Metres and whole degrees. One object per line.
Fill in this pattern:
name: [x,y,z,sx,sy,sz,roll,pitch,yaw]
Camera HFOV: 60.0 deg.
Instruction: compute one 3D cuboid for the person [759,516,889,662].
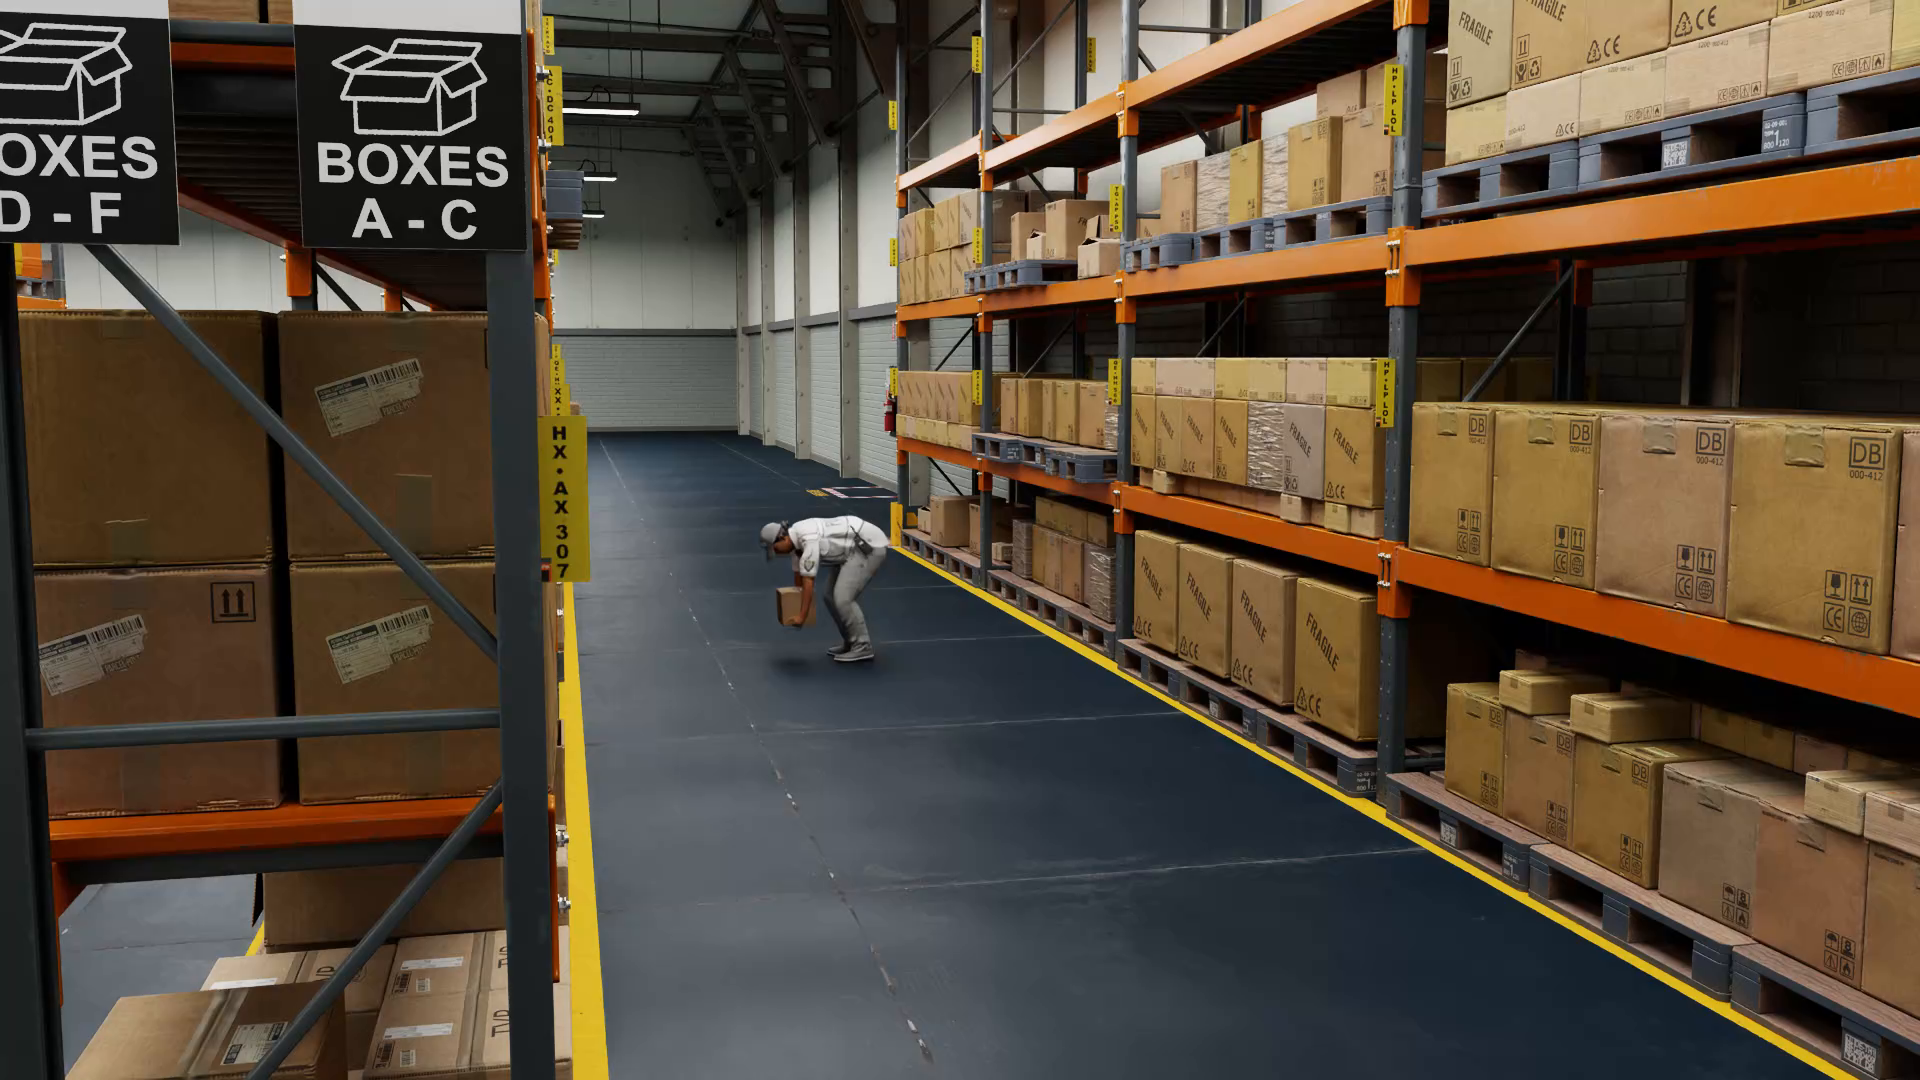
person: [-1.001,0.357,12.226,0.952,1.058,0.478,-2,6,-16]
